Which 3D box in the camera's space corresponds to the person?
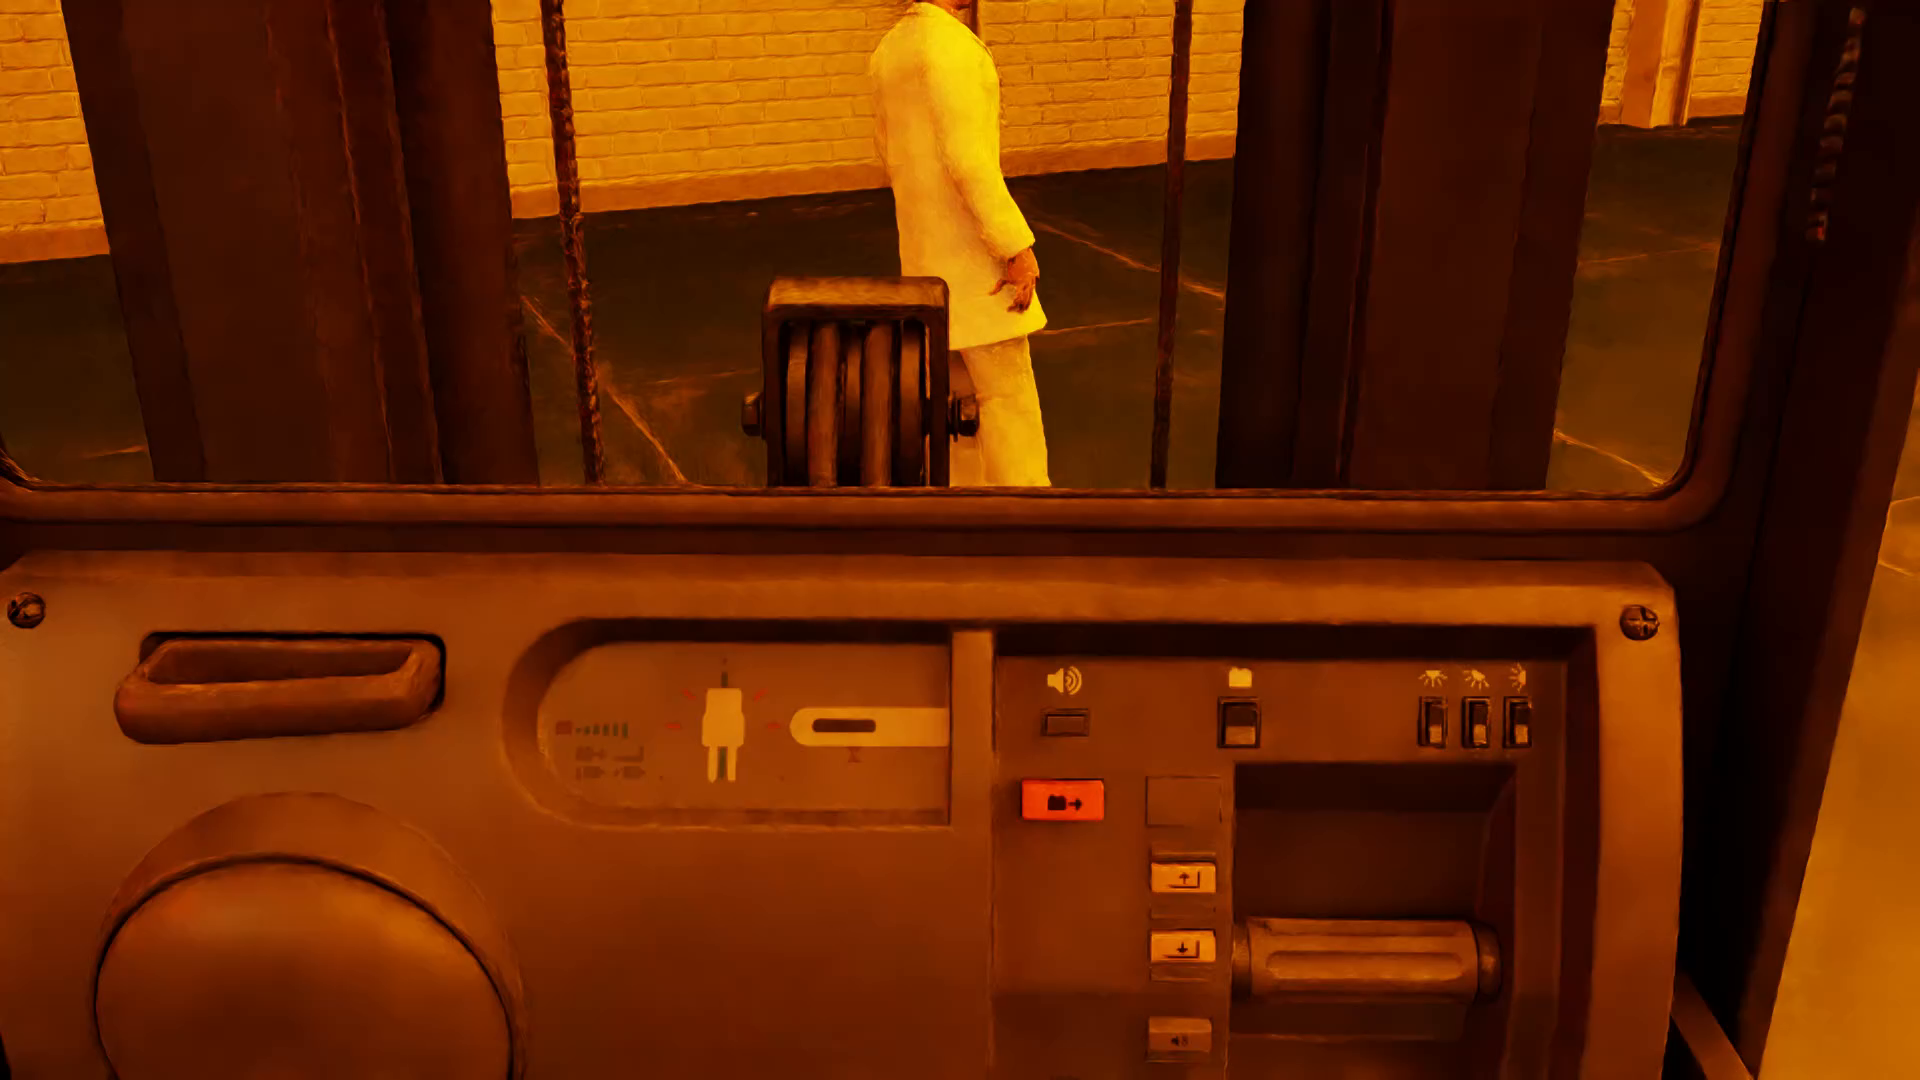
[{"bbox_3d":[0.084,-0.840,4.795,0.579,1.776,0.694,-10,25,-23],"label":"person"}]
